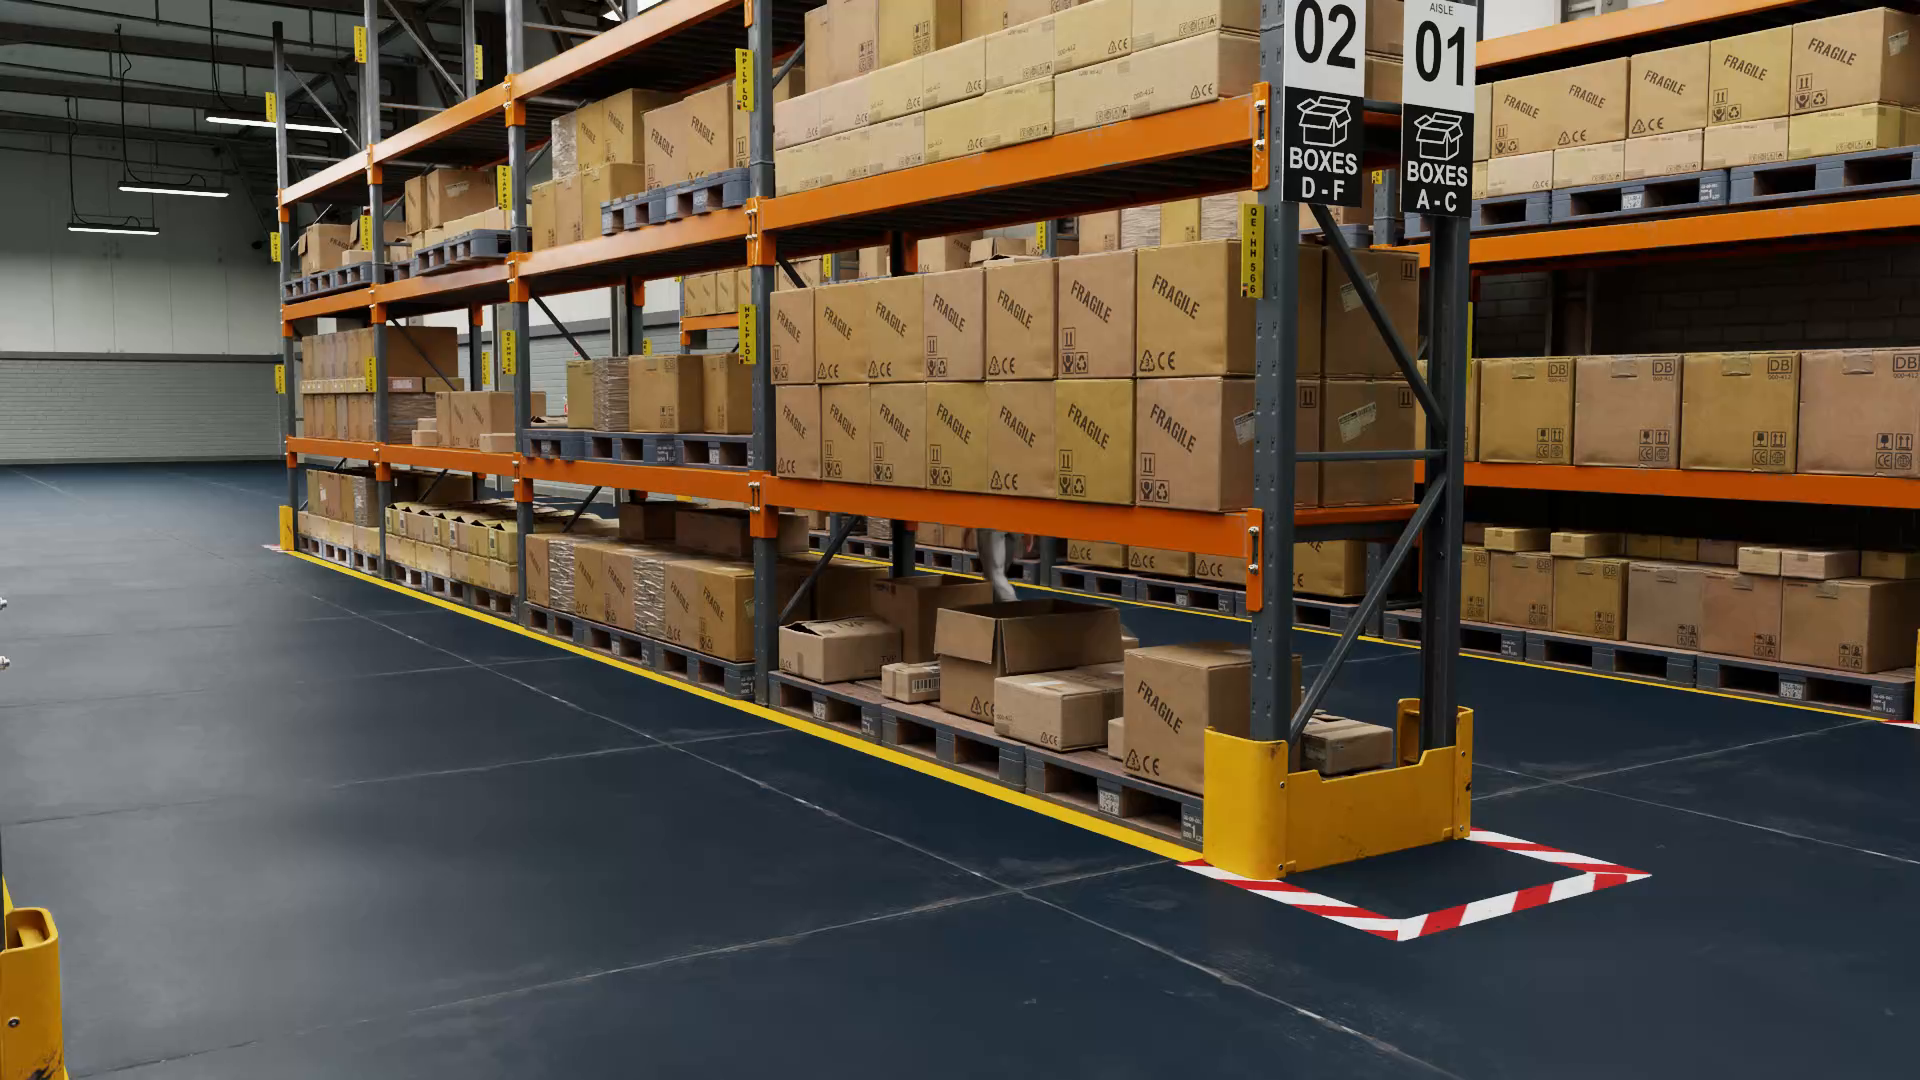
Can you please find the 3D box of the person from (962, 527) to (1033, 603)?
[{"bbox_3d":[0.271,-0.074,11.508,0.455,1.624,1.011,-2,5,-22],"label":"person"}]
